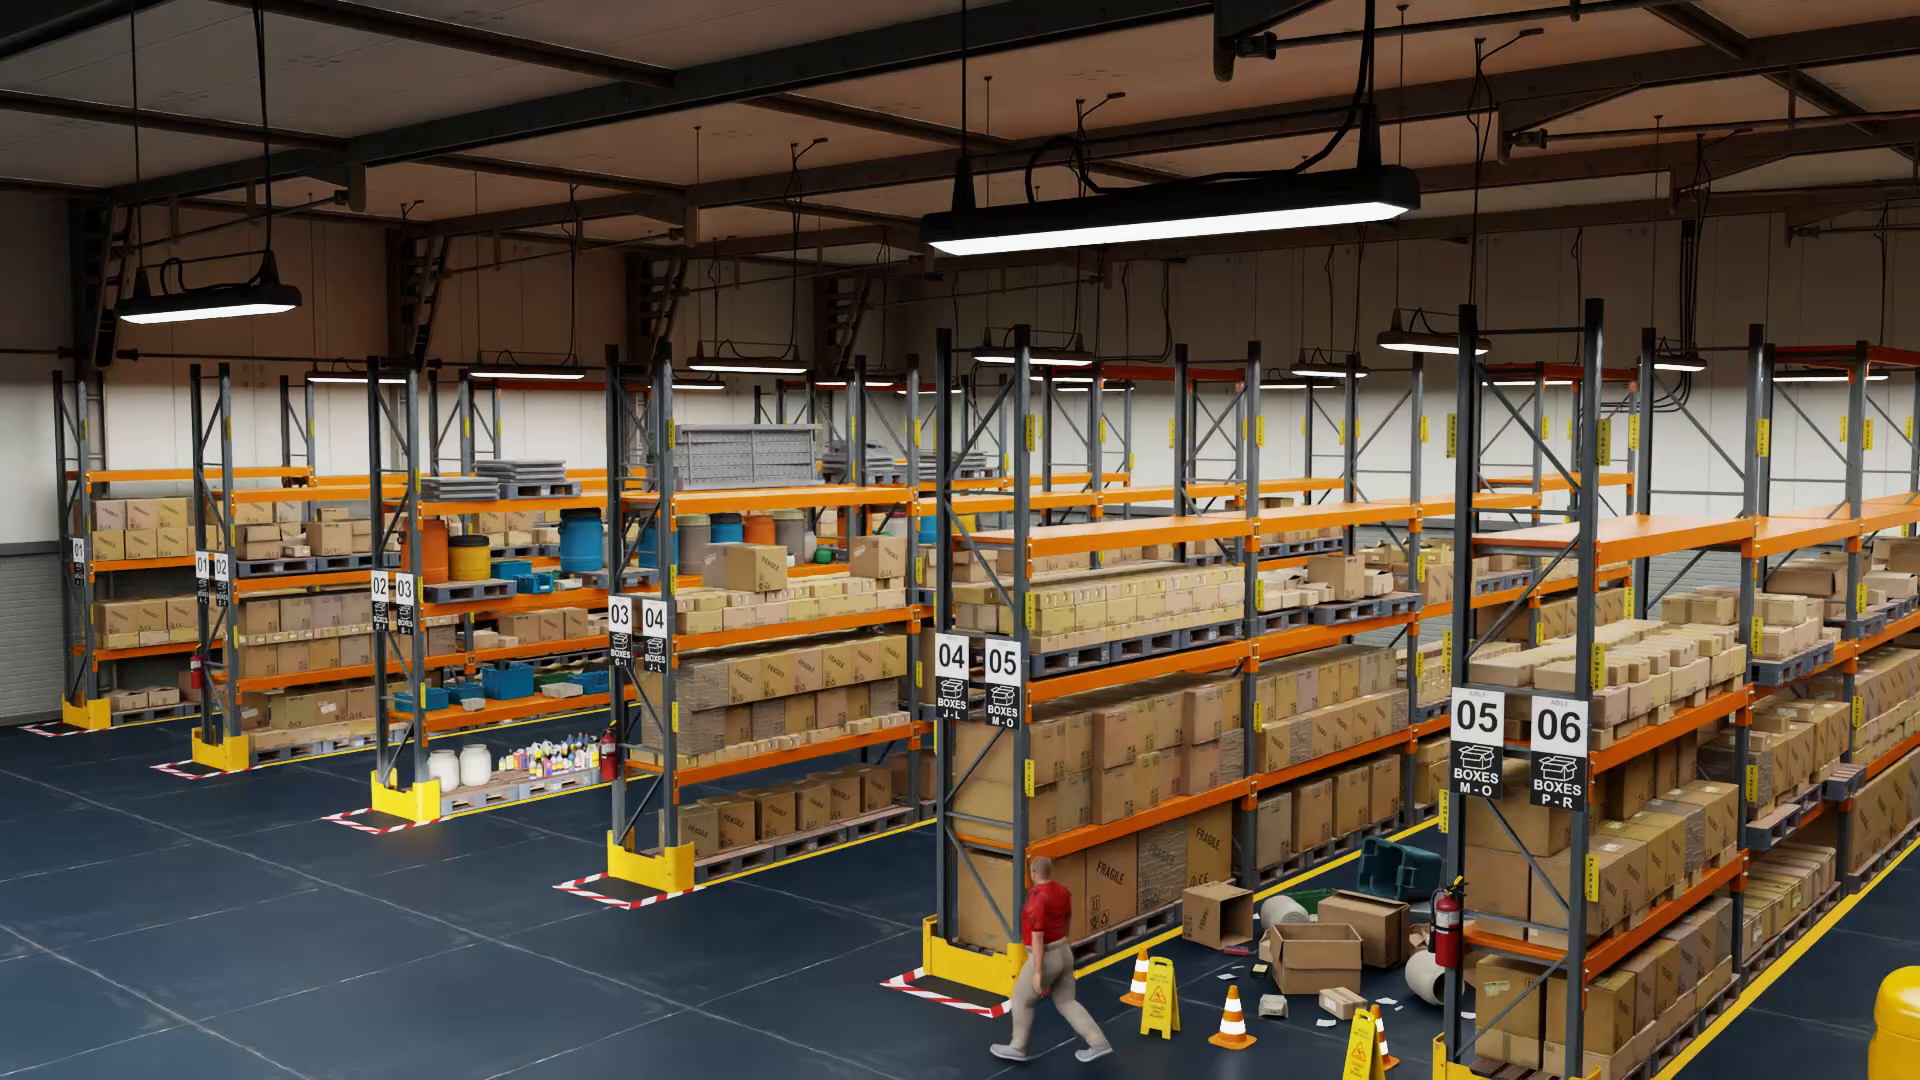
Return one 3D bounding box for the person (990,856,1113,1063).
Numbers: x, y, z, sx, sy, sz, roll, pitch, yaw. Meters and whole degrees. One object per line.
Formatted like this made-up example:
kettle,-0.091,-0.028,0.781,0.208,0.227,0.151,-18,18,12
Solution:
person,0.732,3.355,13.272,1.016,1.680,0.580,2,5,31
